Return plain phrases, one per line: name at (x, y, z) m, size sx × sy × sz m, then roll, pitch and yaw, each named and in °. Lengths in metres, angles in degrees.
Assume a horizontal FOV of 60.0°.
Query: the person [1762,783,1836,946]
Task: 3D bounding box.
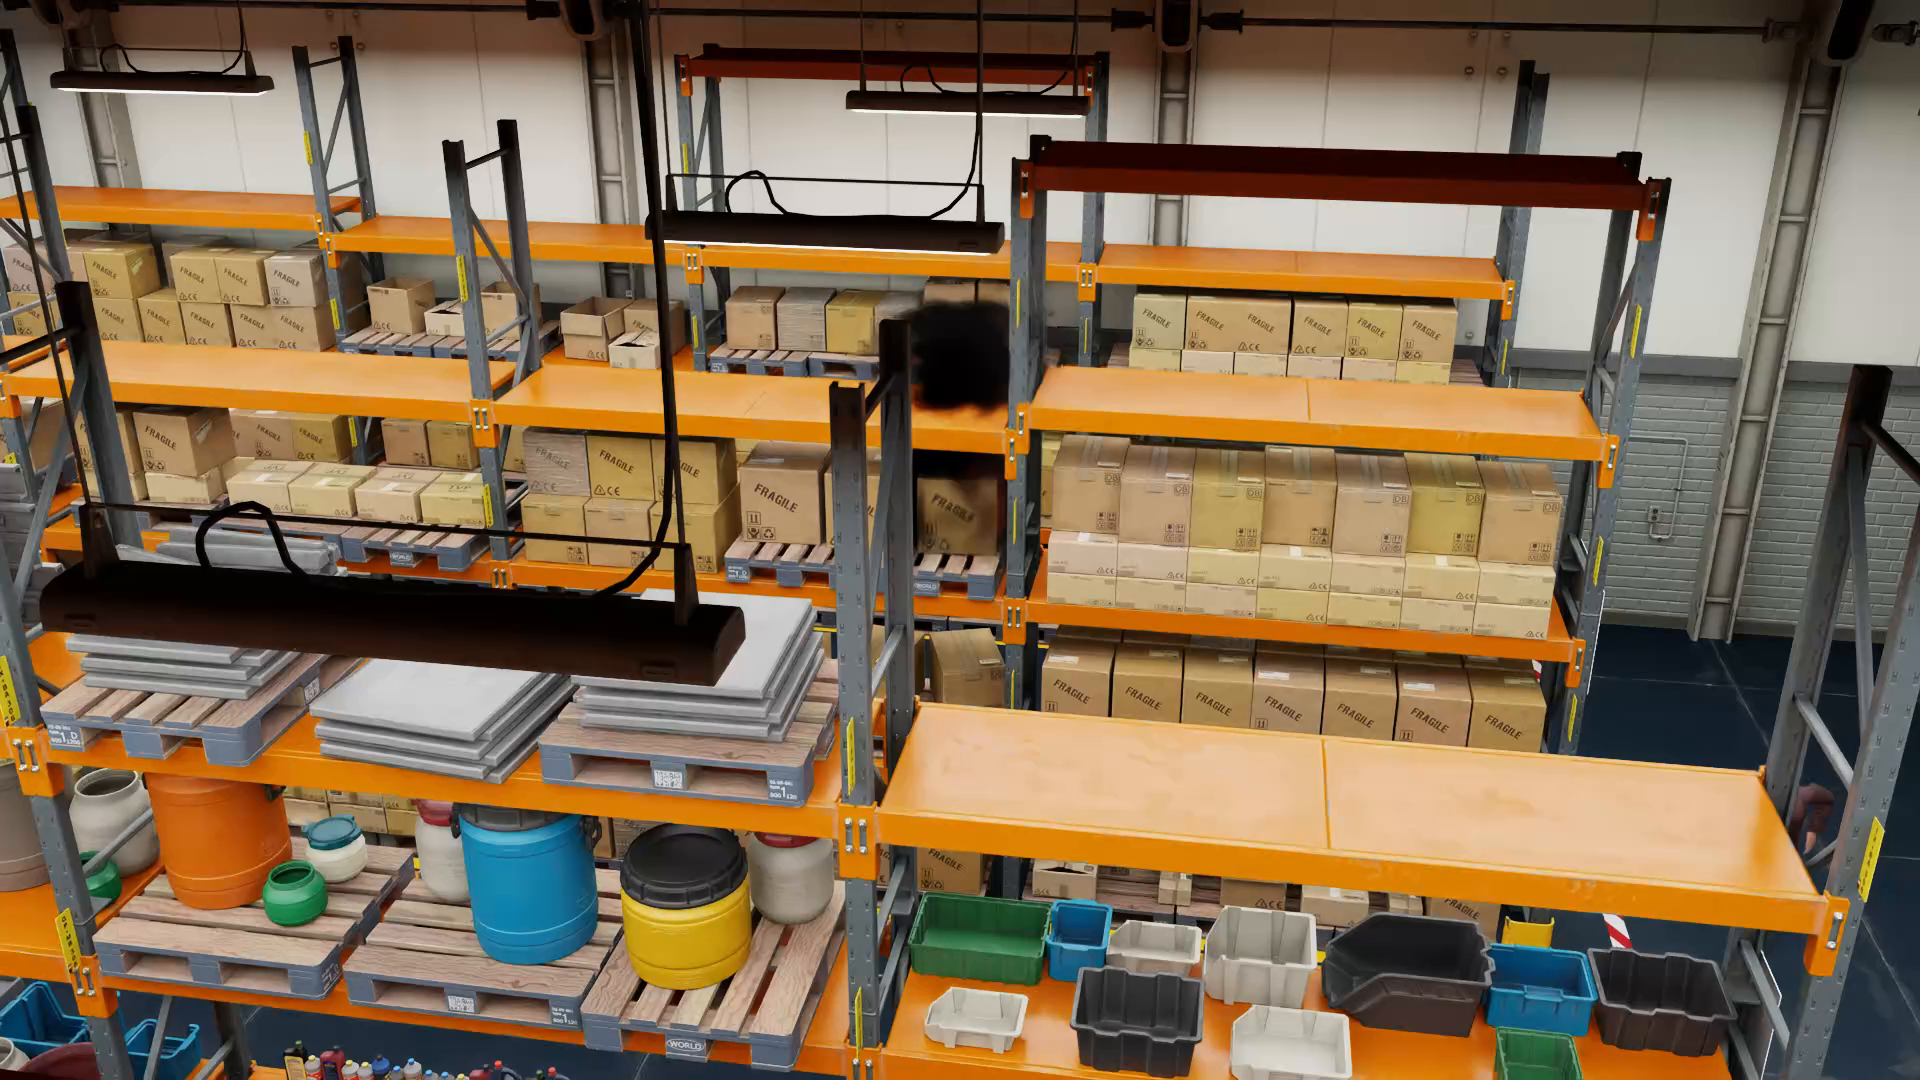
person at (6.092, 2.382, 12.558) m, size 0.724 × 1.820 × 1.031 m, roll 12°, pitch 26°, yaw 26°
